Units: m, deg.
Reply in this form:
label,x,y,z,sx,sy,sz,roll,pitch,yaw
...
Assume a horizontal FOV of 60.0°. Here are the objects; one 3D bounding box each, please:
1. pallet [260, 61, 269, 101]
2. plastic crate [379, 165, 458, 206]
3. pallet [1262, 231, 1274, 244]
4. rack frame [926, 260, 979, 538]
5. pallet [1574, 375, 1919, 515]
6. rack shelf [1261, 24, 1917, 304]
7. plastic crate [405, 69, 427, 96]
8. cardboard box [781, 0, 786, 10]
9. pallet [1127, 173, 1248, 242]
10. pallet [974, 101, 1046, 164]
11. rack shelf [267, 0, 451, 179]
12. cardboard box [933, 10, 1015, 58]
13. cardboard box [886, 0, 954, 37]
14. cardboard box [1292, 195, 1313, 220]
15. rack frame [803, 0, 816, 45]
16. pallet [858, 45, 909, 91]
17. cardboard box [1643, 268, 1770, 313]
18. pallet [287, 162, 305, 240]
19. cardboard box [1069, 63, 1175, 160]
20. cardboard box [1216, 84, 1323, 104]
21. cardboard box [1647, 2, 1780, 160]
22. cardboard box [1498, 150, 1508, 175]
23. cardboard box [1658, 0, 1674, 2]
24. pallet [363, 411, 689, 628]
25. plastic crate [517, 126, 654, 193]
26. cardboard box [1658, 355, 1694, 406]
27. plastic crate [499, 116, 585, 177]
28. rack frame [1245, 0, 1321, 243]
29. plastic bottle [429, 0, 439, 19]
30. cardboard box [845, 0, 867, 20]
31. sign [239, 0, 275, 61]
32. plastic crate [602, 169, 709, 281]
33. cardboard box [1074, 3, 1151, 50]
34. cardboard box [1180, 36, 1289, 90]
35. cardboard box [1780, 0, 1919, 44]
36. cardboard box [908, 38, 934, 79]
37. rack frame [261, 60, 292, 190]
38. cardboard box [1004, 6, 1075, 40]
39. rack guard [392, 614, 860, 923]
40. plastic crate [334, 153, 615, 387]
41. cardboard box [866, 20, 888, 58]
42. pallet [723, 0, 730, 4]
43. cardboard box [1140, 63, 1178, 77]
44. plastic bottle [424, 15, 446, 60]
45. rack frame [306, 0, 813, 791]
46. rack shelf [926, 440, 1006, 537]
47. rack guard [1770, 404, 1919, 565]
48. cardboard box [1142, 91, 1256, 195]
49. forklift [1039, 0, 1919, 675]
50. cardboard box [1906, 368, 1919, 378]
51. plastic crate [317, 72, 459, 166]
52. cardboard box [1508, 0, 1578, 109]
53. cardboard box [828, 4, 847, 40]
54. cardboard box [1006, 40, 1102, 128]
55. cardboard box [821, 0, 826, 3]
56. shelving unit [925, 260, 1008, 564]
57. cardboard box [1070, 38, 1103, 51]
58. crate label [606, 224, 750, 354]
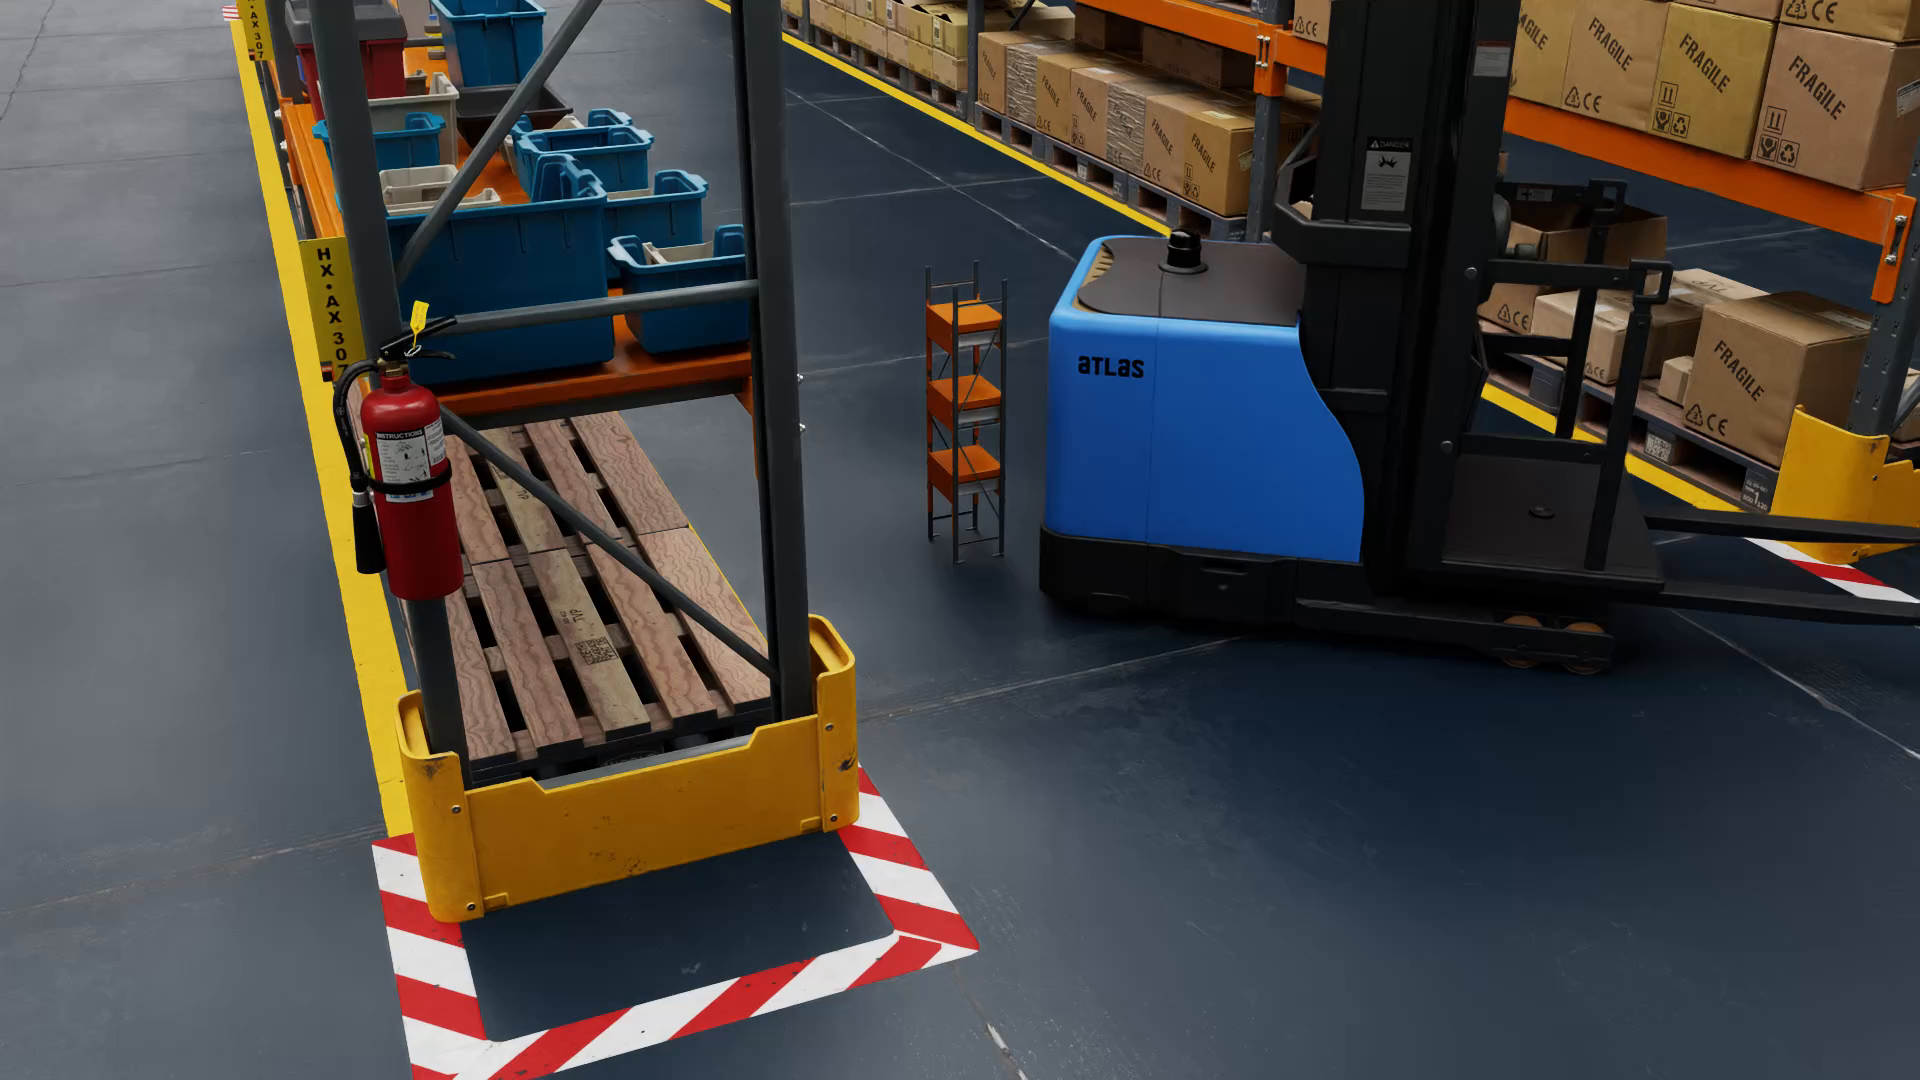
label,x,y,z,sx,sy,sz,roll,pitch,yaw
pallet,-5.244,-3.818,13.829,1.003,0.211,1.213,-11,28,-21
plastic crate,-1.738,-1.088,5.291,0.298,0.136,0.250,-11,28,-21
pallet,2.373,-1.471,9.022,1.003,0.211,1.213,-11,28,-21
rack frame,-0.027,-0.499,6.076,0.200,1.050,0.008,-11,28,-21
pallet,3.329,-0.486,7.005,1.003,0.211,1.213,-11,28,-21
rack shelf,2.889,-1.871,7.483,1.077,0.370,4.000,-11,28,-21
plastic crate,-2.403,-1.848,6.848,0.396,0.136,0.243,-11,28,-21
cardboard box,-1.597,-5.537,16.828,0.500,0.250,0.500,-11,28,-21
pallet,1.752,-2.070,10.250,1.003,0.211,1.213,-11,28,-21
pallet,0.796,-3.055,12.267,1.003,0.211,1.213,-11,28,-21
rack shelf,-3.237,-2.636,9.050,1.077,0.370,4.000,-11,28,-21
cardboard box,0.107,-3.991,13.020,0.500,0.311,0.500,-10,28,-19
cardboard box,-0.297,-4.403,13.866,0.500,0.311,0.500,-11,28,-21
cardboard box,2.071,-1.784,9.049,0.500,0.311,0.500,-11,28,-21
rack frame,-1.028,-6.231,15.593,1.000,3.000,0.127,-11,28,-21
pallet,-0.222,-4.194,14.599,1.003,0.211,1.213,-11,28,-21
cardboard box,3.328,-1.021,7.554,0.500,0.250,0.500,-11,28,-21
pallet,-3.673,-2.203,10.520,1.003,0.211,1.213,-11,28,-21
cardboard box,1.065,-2.834,10.984,0.500,0.500,0.500,-12,28,-22
cardboard box,1.921,-2.526,10.353,0.500,0.500,0.500,-10,28,-20
cardboard box,3.040,-1.774,6.352,0.500,0.500,0.500,-10,28,-20
cardboard box,2.589,-1.895,9.059,0.500,0.500,0.500,-11,28,-21
cardboard box,2.839,-2.426,6.546,0.500,0.500,0.500,-10,28,-19
pallet,-1.649,-0.115,6.246,1.003,0.211,1.213,-11,28,-21
plastic crate,-1.197,-1.177,5.363,0.416,0.233,0.300,-11,28,-21
cardboard box,3.156,-0.667,6.926,0.380,0.166,0.250,-11,28,-21
plastic crate,-1.495,-1.409,5.949,0.293,0.136,0.466,-11,28,-21
rack frame,2.105,-3.001,8.979,1.000,3.000,0.127,-11,28,-21
plastic bottle,-2.647,-2.722,8.548,0.152,0.276,0.135,-11,28,-21
cardboard box,-0.700,-4.815,14.709,0.500,0.311,0.500,-12,28,-22
sign,-2.961,-2.183,6.986,0.100,0.325,0.005,-11,28,-21
plastic crate,-0.939,-0.911,4.819,0.416,0.233,0.300,-11,28,-21
cardboard box,1.147,-3.668,11.838,0.500,0.250,0.500,-9,28,-19
cardboard box,1.749,-3.054,10.579,0.500,0.250,0.500,-11,28,-20
cardboard box,3.245,-2.013,5.701,0.500,0.500,0.500,-11,28,-21
cardboard box,-0.097,-3.947,13.571,0.500,0.250,0.500,-11,28,-21
rack frame,-4.020,-3.767,10.546,1.000,3.000,0.127,-11,28,-21
cardboard box,0.604,-4.083,13.210,0.500,0.311,0.500,-10,28,-19
rack guard,-0.866,0.594,4.464,1.175,0.500,0.348,-11,28,-21
plastic crate,-1.190,-0.683,4.121,0.616,0.435,0.499,-11,28,-21
cardboard box,-0.495,-4.358,14.412,0.500,0.250,0.500,-10,28,-20
pallet,-2.256,-6.291,18.895,1.003,0.211,1.213,-11,28,-21
cardboard box,1.535,-2.934,11.187,0.500,0.500,0.500,-12,28,-23
plastic bottle,-2.535,-2.434,8.042,0.097,0.201,0.097,0,26,0
rack frame,-0.887,-0.537,3.931,1.000,3.000,0.127,-11,28,-21
rack shelf,0.021,-0.191,6.102,0.215,0.259,0.240,-11,28,-21
rack guard,3.642,-0.294,6.282,1.175,0.500,0.348,-11,28,-21
cardboard box,1.463,-2.427,10.149,0.500,0.500,0.500,-10,28,-20
forklift,1.845,-1.139,5.242,3.031,2.935,1.130,6,27,11
cardboard box,3.726,-0.640,6.870,0.380,0.166,0.250,-11,28,-21
plastic crate,-2.025,-1.478,5.924,0.437,0.282,0.530,-11,28,-21
cardboard box,2.652,-2.180,7.183,0.500,0.500,0.500,-11,28,-21
cardboard box,-0.899,-4.772,15.261,0.500,0.250,0.500,-10,28,-19
cardboard box,0.664,-3.247,11.830,0.500,0.500,0.500,-12,28,-22
cardboard box,-1.095,-5.227,15.552,0.500,0.311,0.500,-10,28,-20
shelving unit,0.021,-0.450,5.975,0.215,1.050,0.252,-11,28,-21
cardboard box,1.121,-3.353,12.047,0.500,0.500,0.500,-9,28,-19
crate label,-0.681,-0.645,4.275,0.416,0.233,0.303,-11,28,-21
